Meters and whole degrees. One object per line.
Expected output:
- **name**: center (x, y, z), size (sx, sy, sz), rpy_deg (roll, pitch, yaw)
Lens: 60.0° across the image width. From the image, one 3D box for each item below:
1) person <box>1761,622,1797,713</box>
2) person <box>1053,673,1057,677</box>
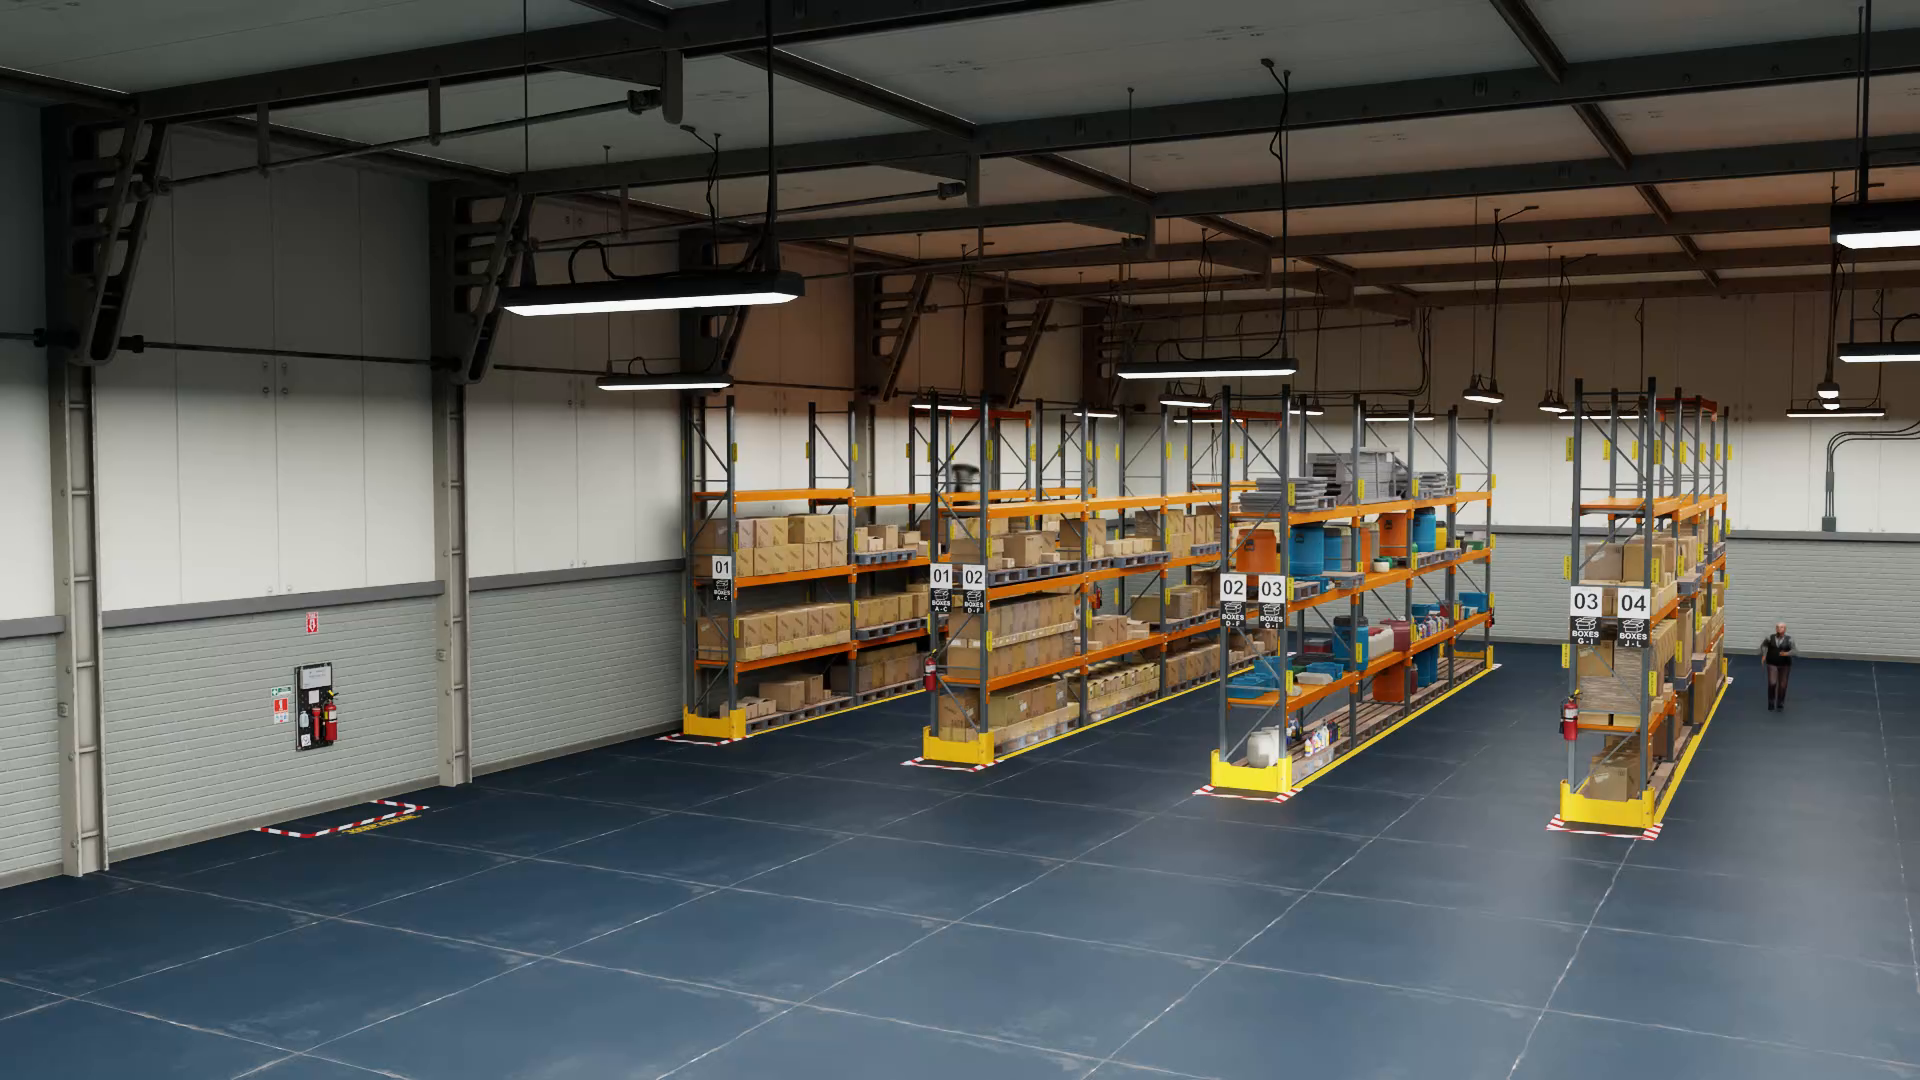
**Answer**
- **person**: center (15.772, 2.461, 32.033), size (0.609, 1.749, 0.725), rpy_deg (1, 3, 21)
- **person**: center (1.930, 2.226, 36.157), size (0.622, 1.816, 0.716), rpy_deg (1, 3, 18)
